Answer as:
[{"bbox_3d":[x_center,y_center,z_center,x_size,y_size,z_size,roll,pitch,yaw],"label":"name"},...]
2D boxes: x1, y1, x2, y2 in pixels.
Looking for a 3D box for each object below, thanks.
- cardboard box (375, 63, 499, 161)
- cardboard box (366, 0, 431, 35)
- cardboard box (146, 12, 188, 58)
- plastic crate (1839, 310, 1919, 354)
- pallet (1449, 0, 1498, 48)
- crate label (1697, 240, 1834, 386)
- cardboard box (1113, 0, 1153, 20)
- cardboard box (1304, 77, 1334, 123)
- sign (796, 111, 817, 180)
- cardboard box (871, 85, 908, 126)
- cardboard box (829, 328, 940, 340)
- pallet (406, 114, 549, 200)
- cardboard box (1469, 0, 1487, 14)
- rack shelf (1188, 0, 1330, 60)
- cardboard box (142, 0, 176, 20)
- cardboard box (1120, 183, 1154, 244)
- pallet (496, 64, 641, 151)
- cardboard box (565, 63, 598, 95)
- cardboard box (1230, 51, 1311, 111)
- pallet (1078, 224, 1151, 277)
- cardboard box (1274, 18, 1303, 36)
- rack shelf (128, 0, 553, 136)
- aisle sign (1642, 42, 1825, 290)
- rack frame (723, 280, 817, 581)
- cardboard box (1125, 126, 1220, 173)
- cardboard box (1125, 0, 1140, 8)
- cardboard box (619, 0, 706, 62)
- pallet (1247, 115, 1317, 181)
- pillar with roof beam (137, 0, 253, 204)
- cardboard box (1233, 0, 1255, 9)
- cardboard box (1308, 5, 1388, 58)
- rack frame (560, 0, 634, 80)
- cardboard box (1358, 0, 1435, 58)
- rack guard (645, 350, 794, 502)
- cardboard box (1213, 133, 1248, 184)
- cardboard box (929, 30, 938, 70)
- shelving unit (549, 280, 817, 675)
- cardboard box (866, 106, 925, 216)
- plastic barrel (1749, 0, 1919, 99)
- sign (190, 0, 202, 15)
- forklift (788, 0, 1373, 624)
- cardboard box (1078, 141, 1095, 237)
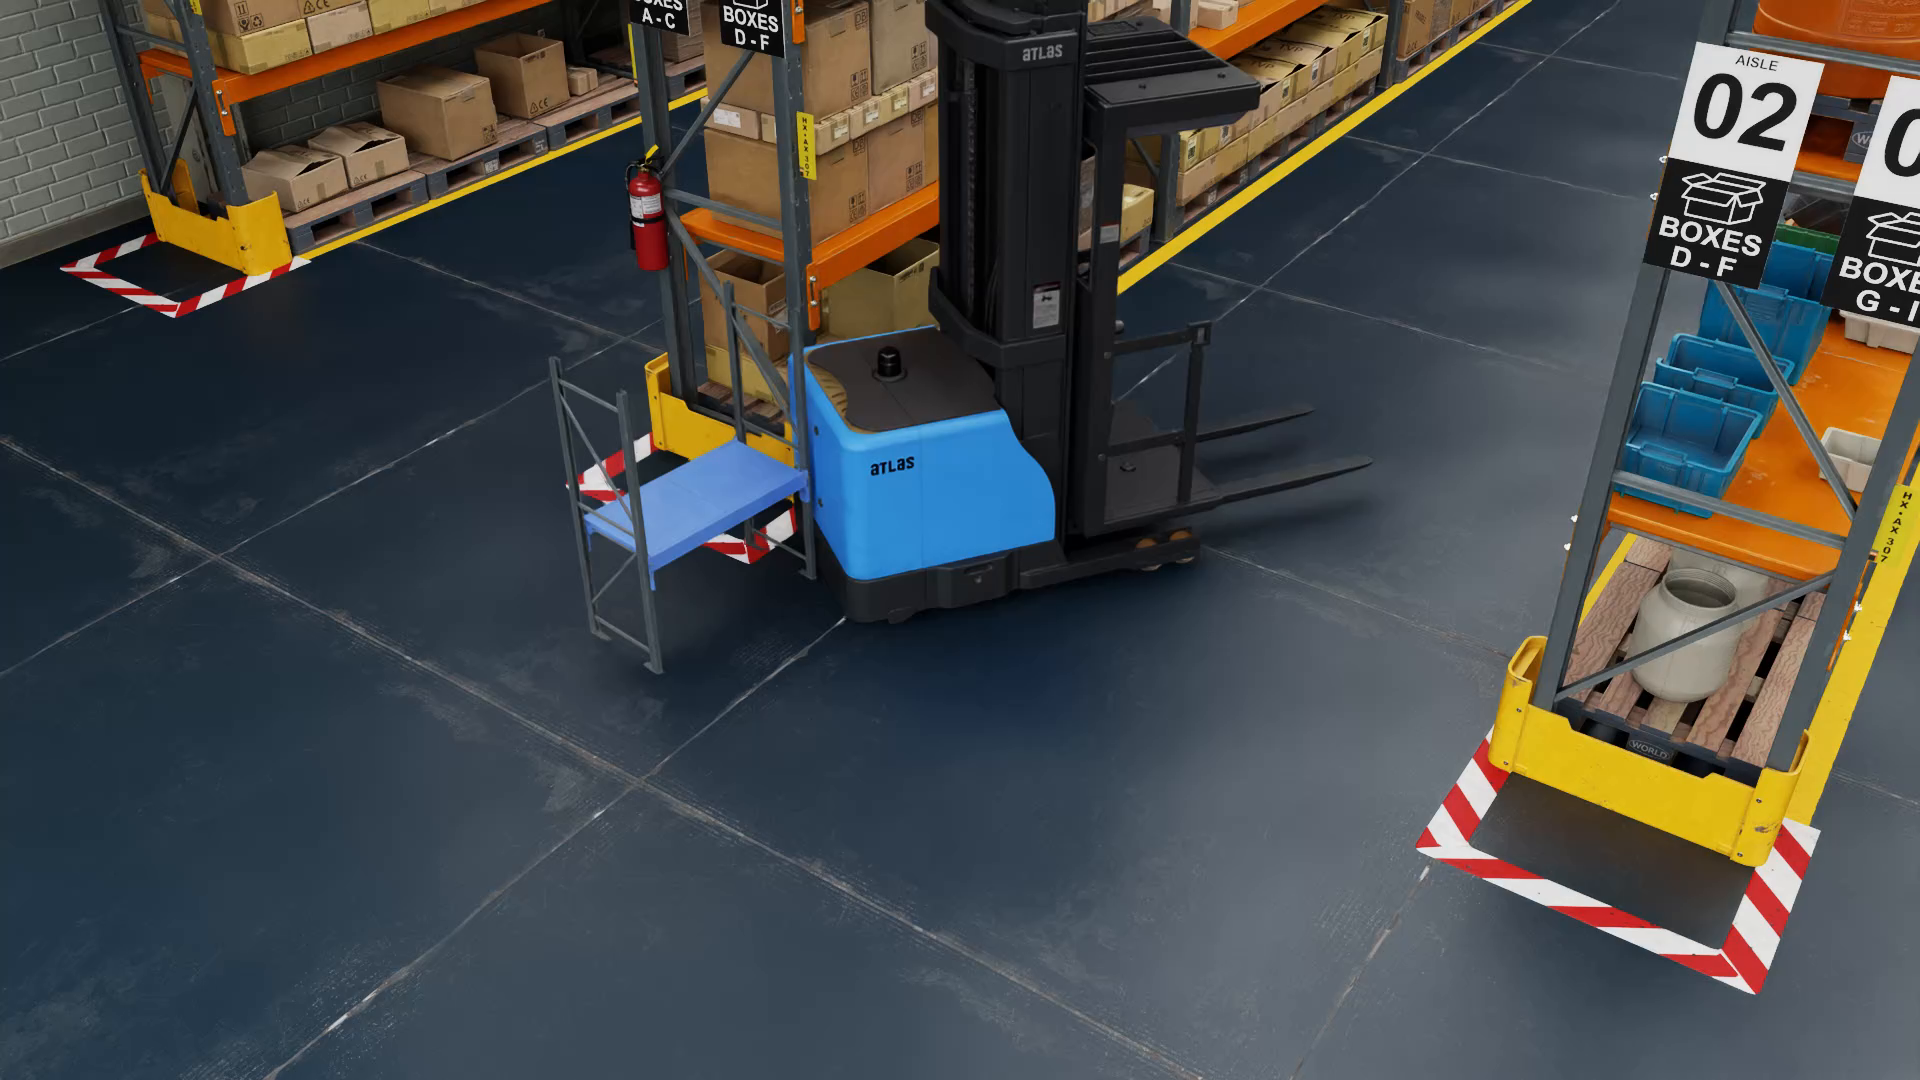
[{"bbox_3d":[-4.014,-3.296,12.785,0.700,0.500,0.500,19,38,25],"label":"cardboard box"},{"bbox_3d":[-4.148,-3.821,11.839,0.500,0.250,0.500,21,39,27],"label":"cardboard box"},{"bbox_3d":[-5.159,-3.499,11.362,0.500,0.250,0.500,22,40,29],"label":"cardboard box"},{"bbox_3d":[4.435,-1.015,7.808,0.530,0.136,0.437,21,39,28],"label":"plastic crate"},{"bbox_3d":[4.519,-5.112,16.121,1.003,0.211,1.213,21,39,28],"label":"pallet"},{"bbox_3d":[3.699,-1.059,7.607,0.502,0.435,0.616,21,39,28],"label":"crate label"},{"bbox_3d":[0.838,-3.371,10.968,0.700,0.500,0.500,20,39,27],"label":"cardboard box"},{"bbox_3d":[2.687,-3.623,13.509,0.500,0.250,0.500,22,40,29],"label":"cardboard box"},{"bbox_3d":[-0.742,-1.906,8.048,0.100,0.325,0.005,21,39,28],"label":"sign"},{"bbox_3d":[-0.503,-2.354,8.884,0.380,0.149,0.250,21,40,28],"label":"cardboard box"},{"bbox_3d":[-0.424,-1.137,9.833,0.500,0.250,0.500,21,39,28],"label":"cardboard box"},{"bbox_3d":[-4.035,-3.077,13.112,1.003,0.211,1.213,21,39,28],"label":"pallet"},{"bbox_3d":[4.738,-5.355,15.830,0.500,0.500,0.500,20,39,27],"label":"cardboard box"},{"bbox_3d":[2.226,-4.158,12.863,1.077,0.370,4.000,21,39,28],"label":"rack shelf"},{"bbox_3d":[-5.173,-3.817,11.164,0.500,0.500,0.500,21,39,28],"label":"cardboard box"},{"bbox_3d":[1.001,-2.288,11.535,0.500,0.250,0.500,21,39,28],"label":"cardboard box"},{"bbox_3d":[-3.340,-3.641,13.945,1.003,0.211,1.213,21,39,28],"label":"pallet"},{"bbox_3d":[-3.266,-3.869,13.930,0.380,0.166,0.250,16,37,22],"label":"cardboard box"},{"bbox_3d":[2.402,-3.622,13.007,0.500,0.311,0.500,22,40,29],"label":"cardboard box"},{"bbox_3d":[0.598,-2.028,11.561,1.003,0.211,1.213,21,39,28],"label":"pallet"},{"bbox_3d":[2.534,-4.252,13.939,0.500,0.311,0.500,20,39,27],"label":"cardboard box"},{"bbox_3d":[-4.126,-3.898,12.479,1.077,0.370,4.000,21,39,28],"label":"rack shelf"},{"bbox_3d":[2.587,-1.250,5.600,0.394,0.787,0.004,21,39,28],"label":"aisle sign"},{"bbox_3d":[-0.926,-0.513,8.169,0.500,1.500,0.032,26,42,33],"label":"rack frame"},{"bbox_3d":[1.526,-2.914,11.960,0.500,0.311,0.500,21,40,28],"label":"cardboard box"},{"bbox_3d":[0.964,-3.539,10.638,0.380,0.149,0.250,20,39,27],"label":"cardboard box"},{"bbox_3d":[-2.580,-4.607,14.724,0.700,0.500,0.500,23,40,30],"label":"cardboard box"},{"bbox_3d":[2.169,-3.296,13.436,1.003,0.211,1.213,21,39,28],"label":"pallet"},{"bbox_3d":[-2.042,-4.984,8.087,9.100,9.000,0.400,21,39,28],"label":"pillar with roof beam"},{"bbox_3d":[1.837,-4.168,12.146,0.500,0.500,0.500,24,41,31],"label":"cardboard box"},{"bbox_3d":[3.270,-4.324,14.046,0.500,0.311,0.500,22,40,29],"label":"cardboard box"},{"bbox_3d":[-2.986,-5.116,13.638,1.000,3.000,0.127,21,39,28],"label":"rack frame"},{"bbox_3d":[3.861,-4.642,14.775,0.500,0.500,0.500,23,40,30],"label":"cardboard box"},{"bbox_3d":[-1.209,-0.649,9.263,1.175,0.500,0.348,21,39,28],"label":"rack guard"},{"bbox_3d":[1.812,-2.912,12.458,0.500,0.250,0.500,22,40,29],"label":"cardboard box"},{"bbox_3d":[-0.306,-2.985,9.239,0.700,0.500,0.500,21,40,28],"label":"cardboard box"},{"bbox_3d":[-1.260,-0.299,7.853,0.538,1.500,1.048,26,42,33],"label":"shelving unit"},{"bbox_3d":[-0.623,-2.190,9.222,0.700,0.500,0.500,22,40,29],"label":"cardboard box"},{"bbox_3d":[3.045,-1.970,5.549,0.600,0.830,0.708,21,39,28],"label":"plastic barrel"},{"bbox_3d":[-4.821,-3.461,10.417,0.100,0.325,0.005,21,39,28],"label":"sign"},{"bbox_3d":[0.704,-1.318,8.083,3.031,2.935,1.130,-12,36,-17],"label":"forklift"},{"bbox_3d":[0.706,-2.372,10.990,0.500,0.500,0.500,21,39,28],"label":"cardboard box"}]
